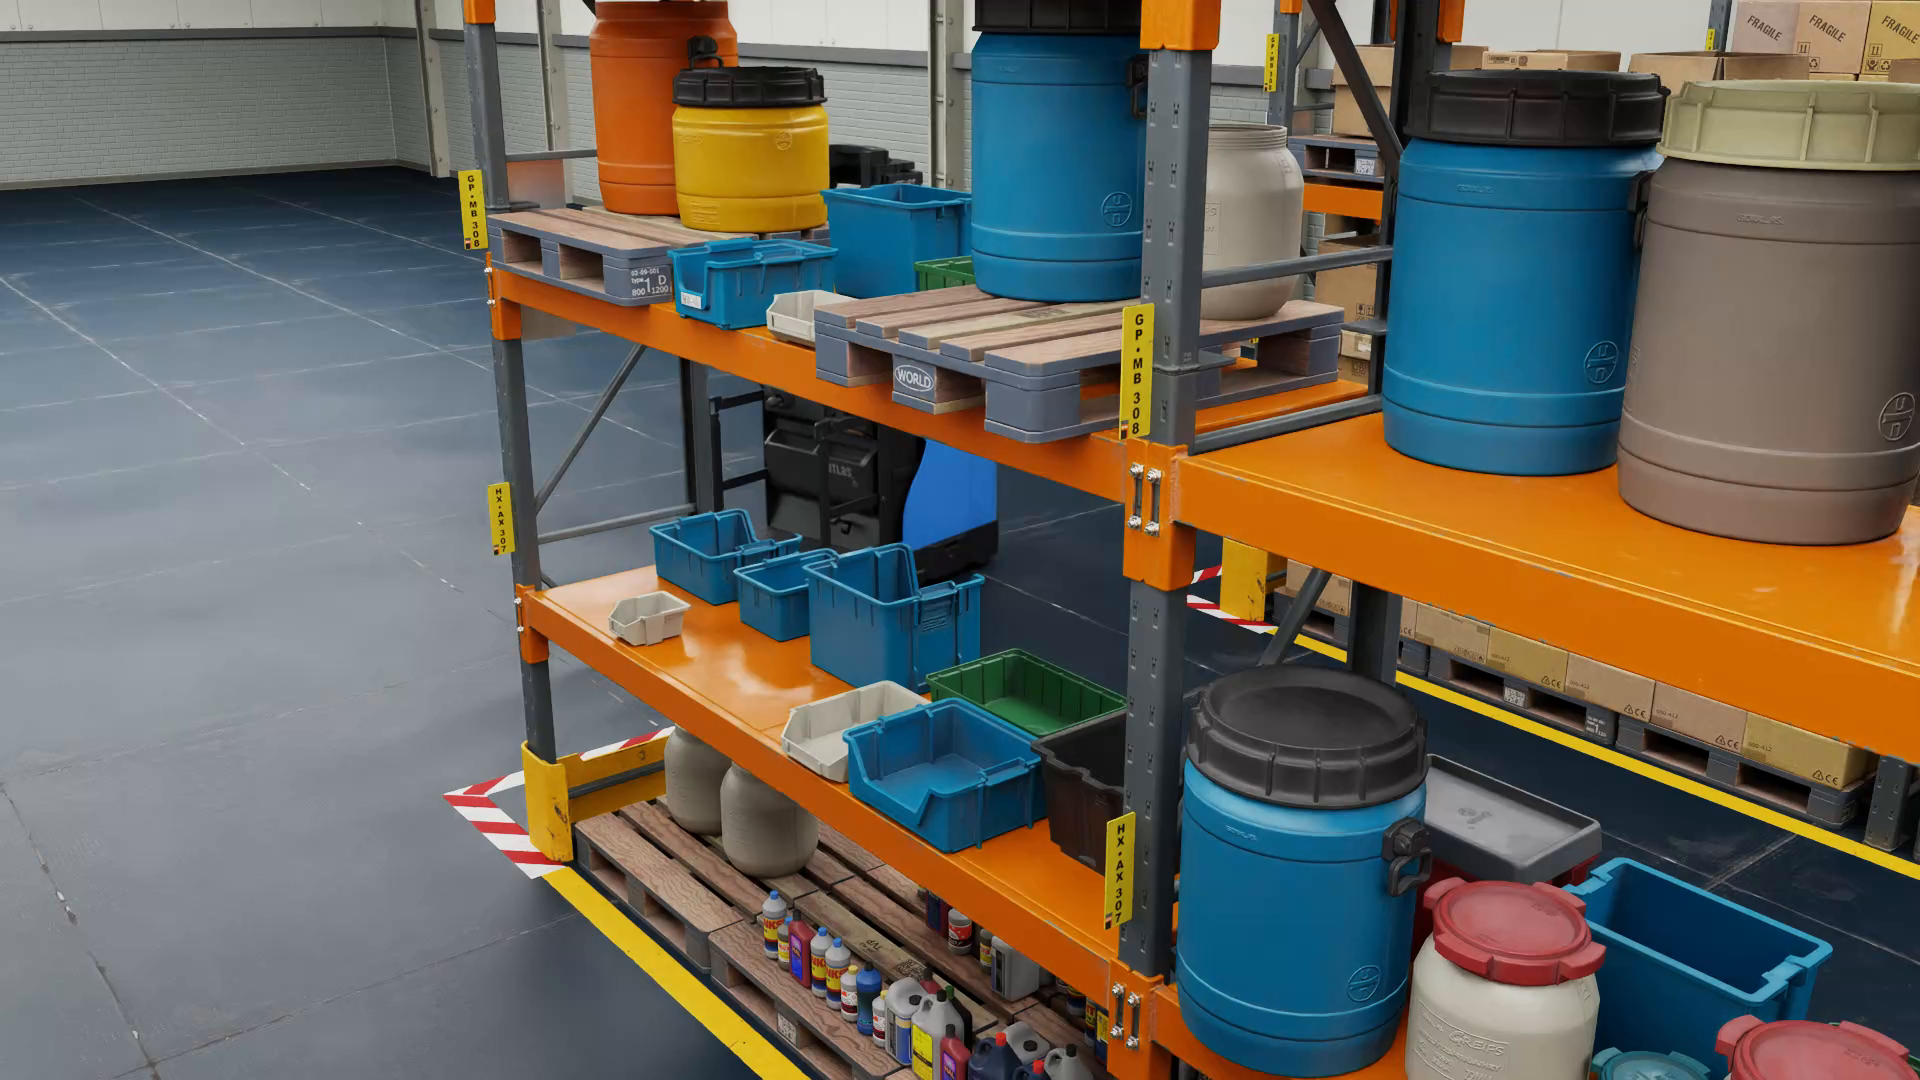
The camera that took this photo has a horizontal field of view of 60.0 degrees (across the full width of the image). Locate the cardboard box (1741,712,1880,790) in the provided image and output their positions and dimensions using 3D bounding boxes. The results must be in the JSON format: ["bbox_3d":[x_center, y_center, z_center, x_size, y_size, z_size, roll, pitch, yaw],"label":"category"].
[{"bbox_3d":[4.293,0.985,8.322,0.500,0.250,0.500,-14,23,-36],"label":"cardboard box"}]

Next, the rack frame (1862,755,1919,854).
[{"bbox_3d":[4.752,-0.049,7.740,1.000,3.000,0.127,-14,23,-36],"label":"rack frame"}]

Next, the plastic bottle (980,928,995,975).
[{"bbox_3d":[0.127,1.593,6.530,0.097,0.201,0.097,0,18,0],"label":"plastic bottle"}]

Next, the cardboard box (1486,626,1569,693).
[{"bbox_3d":[3.357,0.616,9.435,0.500,0.250,0.500,-14,23,-36],"label":"cardboard box"}]

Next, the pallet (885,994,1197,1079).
[{"bbox_3d":[0.482,2.067,5.786,1.003,0.211,1.213,-14,23,-36],"label":"pallet"}]

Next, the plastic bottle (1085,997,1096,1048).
[{"bbox_3d":[0.506,1.711,6.065,0.097,0.271,0.097,0,18,0],"label":"plastic bottle"}]

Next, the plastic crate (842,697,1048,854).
[{"bbox_3d":[-0.033,0.767,5.510,0.499,0.251,0.616,-14,23,-36],"label":"plastic crate"}]

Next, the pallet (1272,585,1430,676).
[{"bbox_3d":[2.776,0.469,10.610,1.003,0.211,1.213,-14,23,-36],"label":"pallet"}]

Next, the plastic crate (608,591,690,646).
[{"bbox_3d":[-1.314,0.339,6.985,0.298,0.136,0.250,-14,23,-36],"label":"plastic crate"}]

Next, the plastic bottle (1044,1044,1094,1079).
[{"bbox_3d":[0.354,1.835,5.564,0.144,0.351,0.185,-14,23,-36],"label":"plastic bottle"}]

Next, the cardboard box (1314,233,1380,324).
[{"bbox_3d":[2.581,-1.568,10.102,0.700,0.500,0.500,-14,23,-36],"label":"cardboard box"}]

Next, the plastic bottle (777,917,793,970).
[{"bbox_3d":[-0.671,1.583,6.560,0.097,0.201,0.097,0,18,0],"label":"plastic bottle"}]

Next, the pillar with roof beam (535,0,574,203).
[{"bbox_3d":[-11.014,-9.921,28.007,9.100,9.000,0.400,-14,23,-36],"label":"pillar with roof beam"}]

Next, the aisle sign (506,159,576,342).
[{"bbox_3d":[-1.891,-1.264,7.272,0.394,0.787,0.004,-14,23,-36],"label":"aisle sign"}]

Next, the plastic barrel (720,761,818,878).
[{"bbox_3d":[-0.837,1.183,7.307,0.421,0.512,0.421,0,18,0],"label":"plastic barrel"}]

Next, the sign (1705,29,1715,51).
[{"bbox_3d":[5.724,-3.736,12.710,0.100,0.325,0.005,-14,23,-36],"label":"sign"}]

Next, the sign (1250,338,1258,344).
[{"bbox_3d":[1.829,-1.377,10.245,0.100,0.325,0.005,-14,23,-36],"label":"sign"}]

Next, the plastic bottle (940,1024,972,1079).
[{"bbox_3d":[-0.012,1.815,5.730,0.061,0.283,0.133,-12,22,-33],"label":"plastic bottle"}]

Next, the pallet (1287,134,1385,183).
[{"bbox_3d":[2.687,-2.238,9.717,1.003,0.211,1.213,-14,23,-36],"label":"pallet"}]

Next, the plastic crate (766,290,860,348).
[{"bbox_3d":[-0.447,-0.699,5.349,0.243,0.136,0.396,-14,23,-36],"label":"plastic crate"}]

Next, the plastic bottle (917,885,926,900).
[{"bbox_3d":[-0.133,1.417,7.062,0.097,0.201,0.097,0,18,0],"label":"plastic bottle"}]

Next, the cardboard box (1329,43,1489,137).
[{"bbox_3d":[2.622,-2.631,9.710,0.797,0.503,0.637,-12,22,-32],"label":"cardboard box"}]

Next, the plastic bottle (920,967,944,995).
[{"bbox_3d":[-0.094,1.706,6.060,0.061,0.283,0.133,-14,23,-36],"label":"plastic bottle"}]

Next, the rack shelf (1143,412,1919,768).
[{"bbox_3d":[2.108,0.327,2.976,1.077,0.370,4.000,-14,23,-36],"label":"rack shelf"}]

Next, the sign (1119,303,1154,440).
[{"bbox_3d":[0.428,-0.407,4.034,0.100,0.325,0.005,-14,23,-36],"label":"sign"}]

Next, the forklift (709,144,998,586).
[{"bbox_3d":[-1.058,-0.994,10.703,1.130,2.935,3.031,15,23,38],"label":"forklift"}]

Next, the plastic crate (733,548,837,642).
[{"bbox_3d":[-0.673,0.227,7.140,0.499,0.251,0.408,-14,23,-36],"label":"plastic crate"}]

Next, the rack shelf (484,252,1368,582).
[{"bbox_3d":[-0.375,-0.659,5.953,1.077,0.370,4.000,-14,23,-36],"label":"rack shelf"}]

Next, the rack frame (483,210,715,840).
[{"bbox_3d":[-1.617,-0.069,7.800,1.000,3.000,0.127,-14,23,-36],"label":"rack frame"}]

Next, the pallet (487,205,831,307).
[{"bbox_3d":[-1.180,-1.181,6.684,1.003,0.211,1.213,-14,23,-36],"label":"pallet"}]

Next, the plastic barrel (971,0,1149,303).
[{"bbox_3d":[0.333,-1.211,5.010,0.600,0.901,0.708,-14,23,-36],"label":"plastic barrel"}]

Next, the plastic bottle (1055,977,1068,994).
[{"bbox_3d":[0.416,1.635,6.404,0.097,0.201,0.097,0,18,0],"label":"plastic bottle"}]

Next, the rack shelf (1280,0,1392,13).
[{"bbox_3d":[3.510,-2.859,8.461,1.077,0.370,4.000,-14,23,-36],"label":"rack shelf"}]

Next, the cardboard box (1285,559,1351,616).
[{"bbox_3d":[2.427,0.246,10.552,0.500,0.250,0.500,-14,23,-36],"label":"cardboard box"}]

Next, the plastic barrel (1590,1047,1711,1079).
[{"bbox_3d":[1.568,1.338,3.769,0.301,0.262,0.301,0,18,0],"label":"plastic barrel"}]

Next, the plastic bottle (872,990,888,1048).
[{"bbox_3d":[-0.271,1.742,6.081,0.097,0.201,0.097,0,18,0],"label":"plastic bottle"}]

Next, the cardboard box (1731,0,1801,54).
[{"bbox_3d":[6.198,-3.816,12.562,0.500,0.500,0.500,-16,24,-40],"label":"cardboard box"}]

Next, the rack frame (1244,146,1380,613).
[{"bbox_3d":[2.268,-1.035,10.716,1.000,3.000,0.127,-14,23,-36],"label":"rack frame"}]

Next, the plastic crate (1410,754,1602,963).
[{"bbox_3d":[1.407,0.946,4.633,0.402,0.464,0.583,-14,23,-36],"label":"plastic crate"}]

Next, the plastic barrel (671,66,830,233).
[{"bbox_3d":[-0.810,-1.526,6.459,0.600,0.588,0.600,0,18,0],"label":"plastic barrel"}]

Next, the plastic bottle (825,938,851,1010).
[{"bbox_3d":[-0.461,1.634,6.297,0.097,0.271,0.097,0,18,0],"label":"plastic bottle"}]
